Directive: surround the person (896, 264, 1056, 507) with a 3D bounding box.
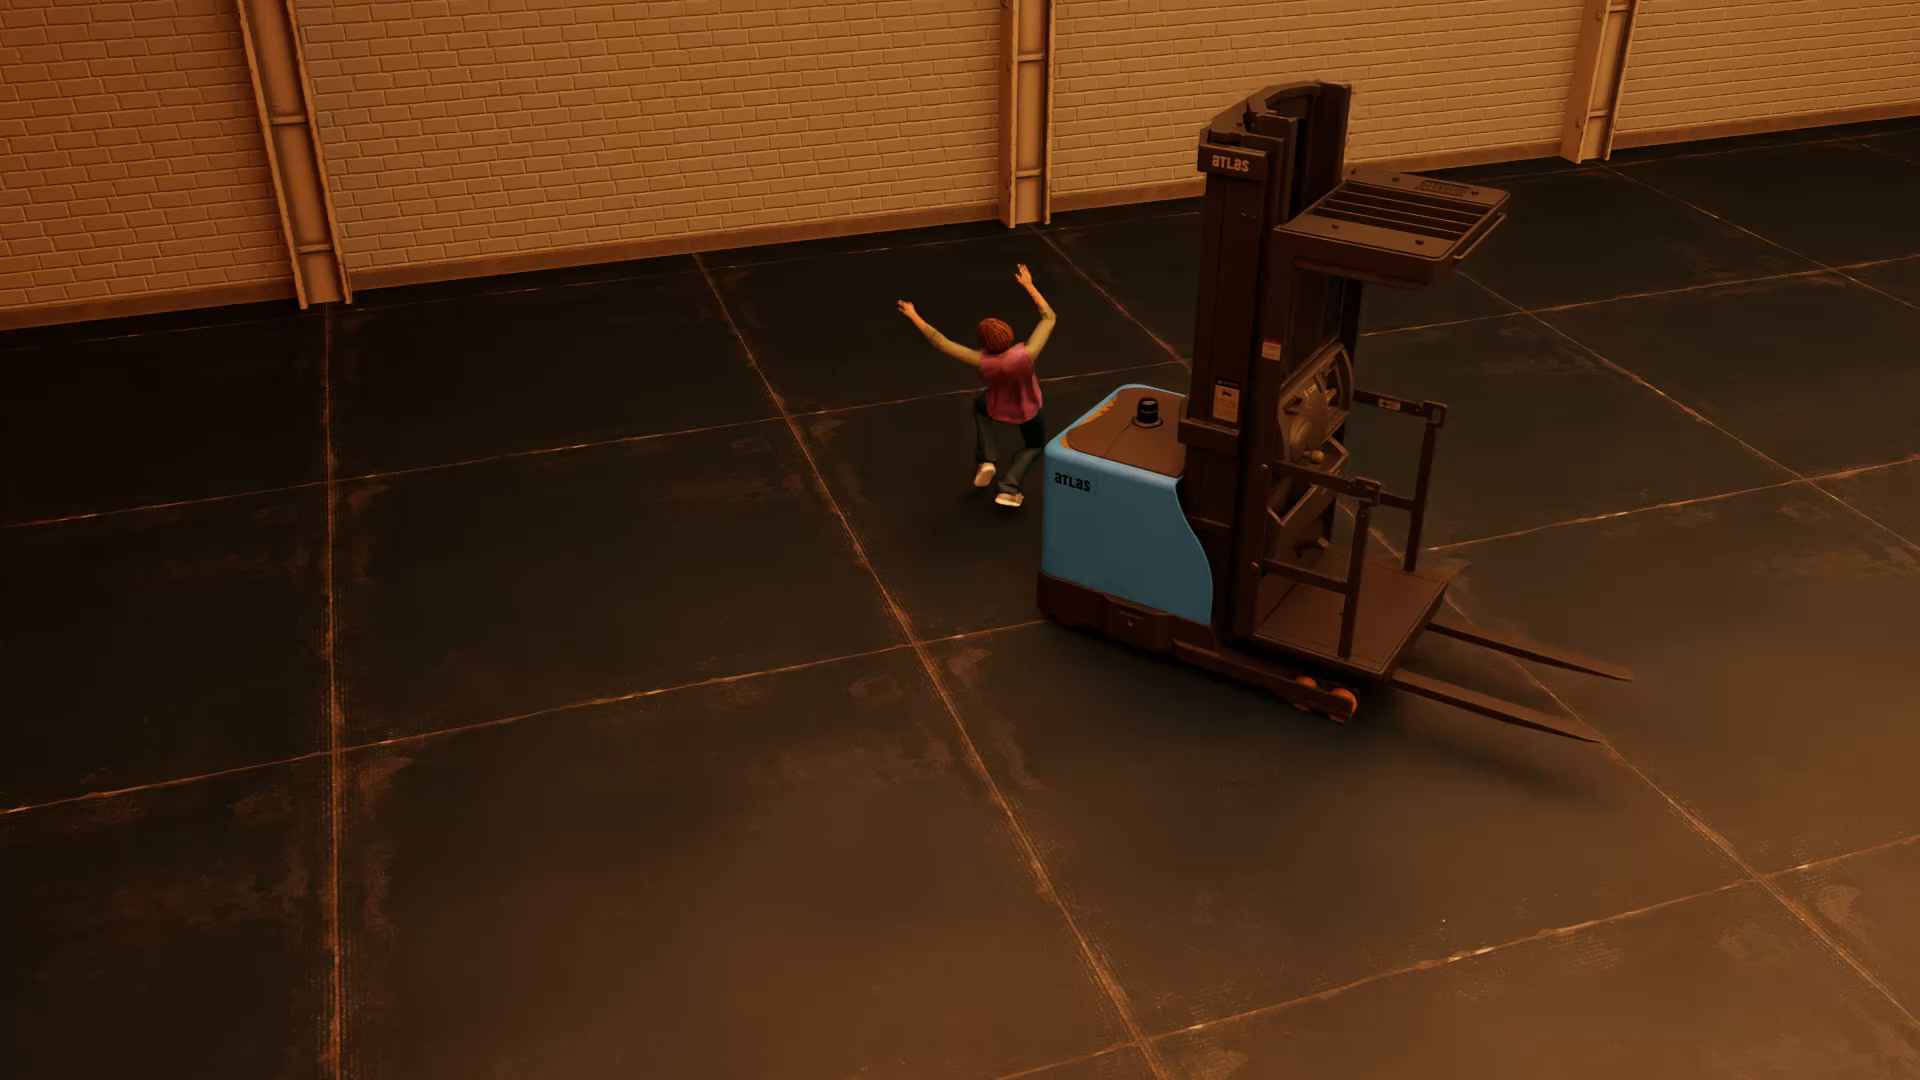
[{"bbox_3d":[0.109,-0.938,10.162,0.938,1.510,0.727,6,30,10],"label":"person"}]

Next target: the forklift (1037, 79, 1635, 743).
[{"bbox_3d":[1.950,-0.654,8.224,3.031,2.935,1.130,17,34,27],"label":"forklift"}]
